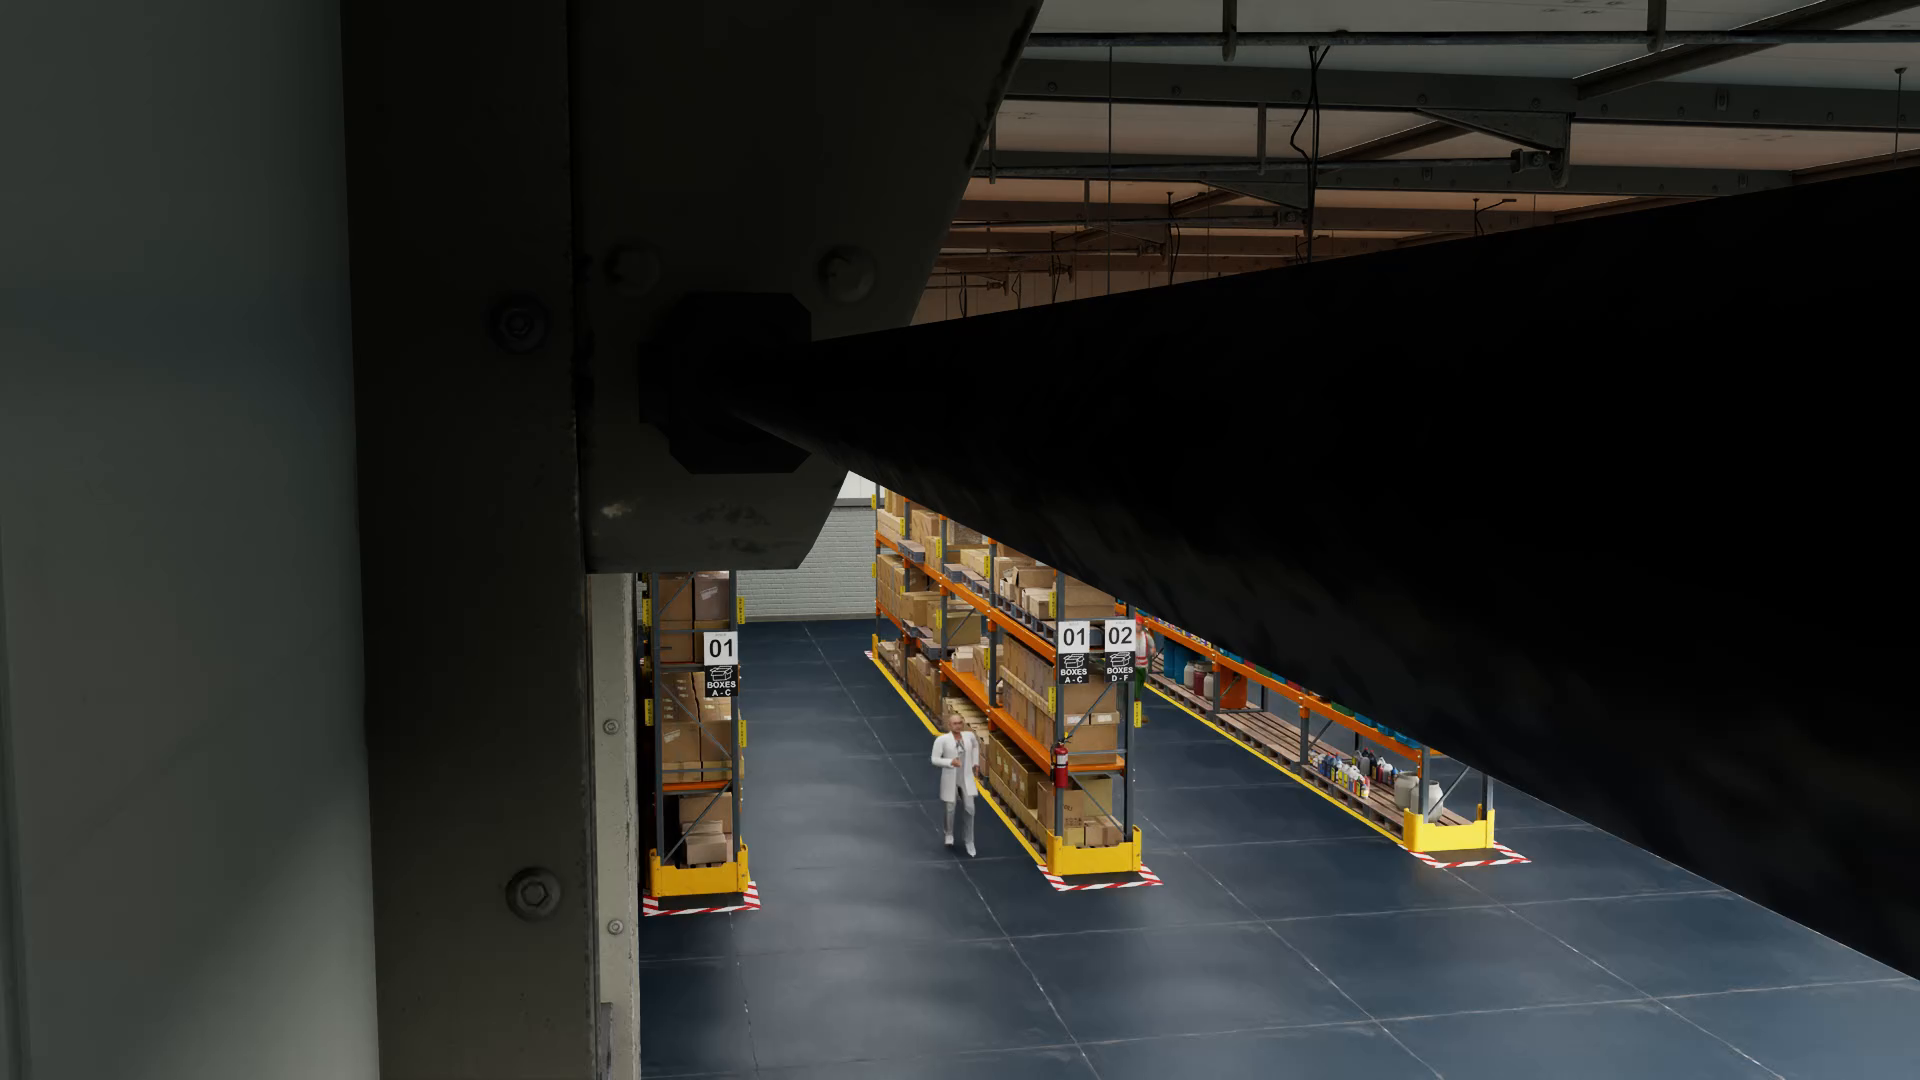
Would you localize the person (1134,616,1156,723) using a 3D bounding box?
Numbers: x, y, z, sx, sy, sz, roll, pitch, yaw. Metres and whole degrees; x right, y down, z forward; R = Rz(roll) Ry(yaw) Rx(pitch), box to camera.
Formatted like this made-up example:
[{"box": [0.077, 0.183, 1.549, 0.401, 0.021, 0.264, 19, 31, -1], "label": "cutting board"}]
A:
[{"box": [3.038, 2.211, 28.554, 0.661, 1.829, 0.919, -2, 6, -19], "label": "person"}]

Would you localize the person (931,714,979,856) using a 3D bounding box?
[{"box": [-0.047, 3.216, 21.850, 0.710, 1.849, 0.790, -2, 6, -14], "label": "person"}]
